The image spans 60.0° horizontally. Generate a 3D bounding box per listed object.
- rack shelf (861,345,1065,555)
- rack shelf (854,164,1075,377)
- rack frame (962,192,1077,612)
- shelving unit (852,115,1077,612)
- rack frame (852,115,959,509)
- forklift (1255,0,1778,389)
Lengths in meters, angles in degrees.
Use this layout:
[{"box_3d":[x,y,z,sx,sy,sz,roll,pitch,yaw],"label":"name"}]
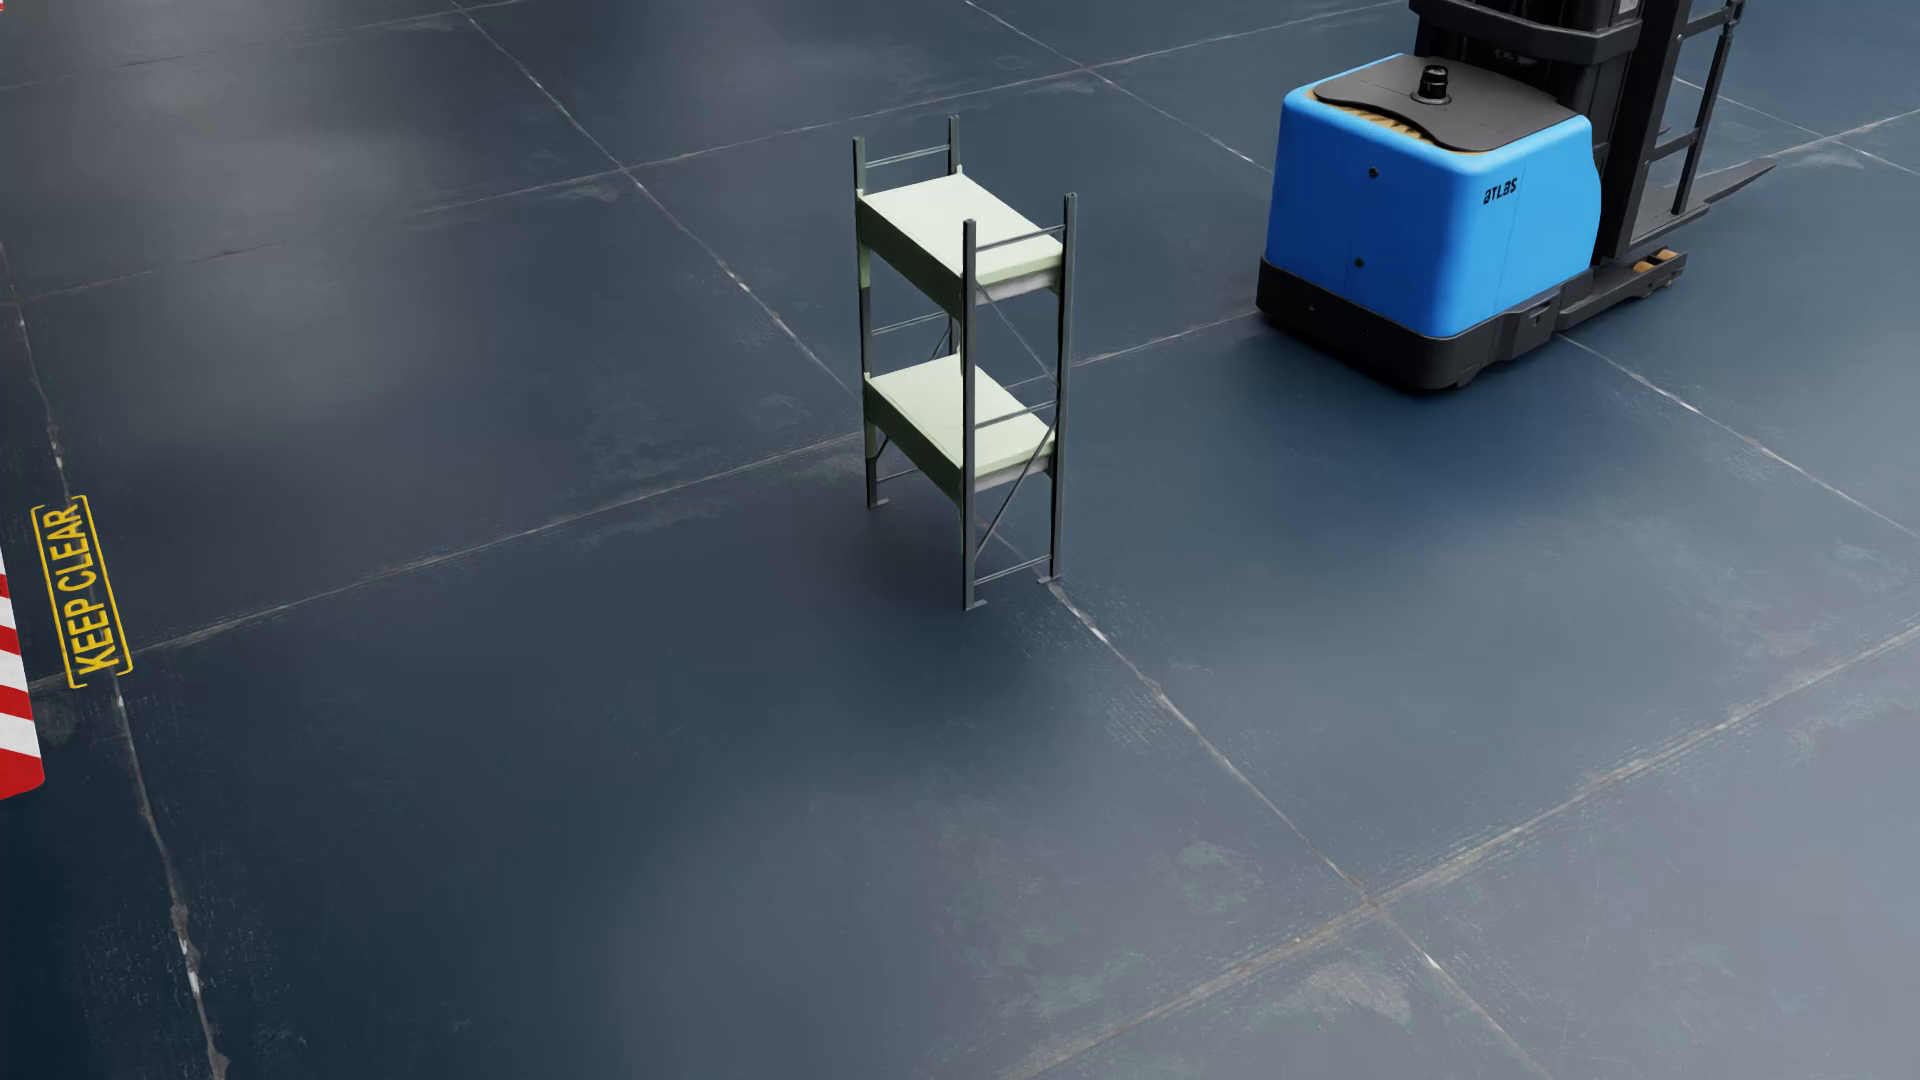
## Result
[{"box_3d":[0.003,-0.339,5.995,0.431,0.370,0.720,-19,40,-24],"label":"rack shelf"},{"box_3d":[0.003,-0.917,5.573,0.431,0.370,0.720,-19,40,-24],"label":"rack shelf"},{"box_3d":[0.187,-0.416,5.547,0.400,1.500,0.023,-19,40,-24],"label":"rack frame"},{"box_3d":[0.003,-0.602,5.803,0.431,1.500,0.755,-19,40,-24],"label":"shelving unit"},{"box_3d":[-0.181,-0.789,6.059,0.400,1.500,0.023,-19,40,-24],"label":"rack frame"},{"box_3d":[2.814,-2.537,7.238,3.031,2.935,1.130,-26,43,-31],"label":"forklift"}]
